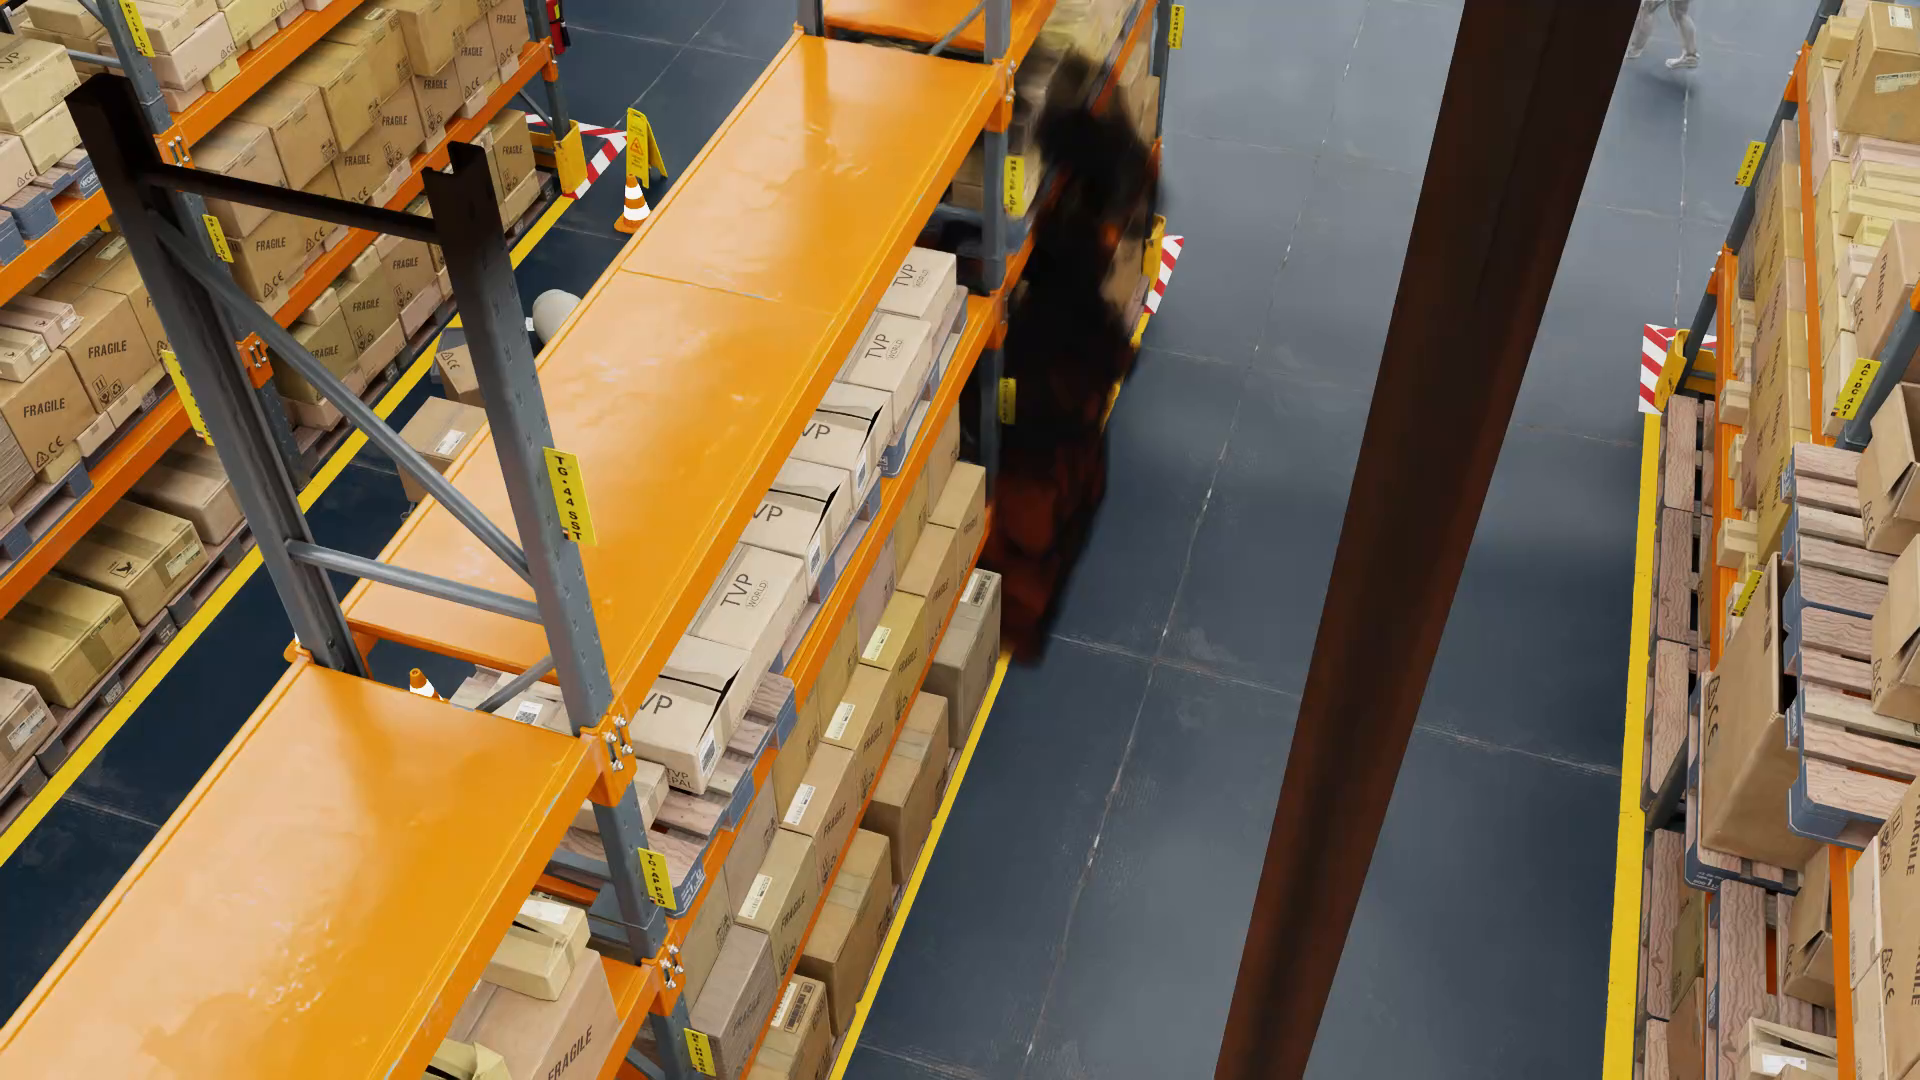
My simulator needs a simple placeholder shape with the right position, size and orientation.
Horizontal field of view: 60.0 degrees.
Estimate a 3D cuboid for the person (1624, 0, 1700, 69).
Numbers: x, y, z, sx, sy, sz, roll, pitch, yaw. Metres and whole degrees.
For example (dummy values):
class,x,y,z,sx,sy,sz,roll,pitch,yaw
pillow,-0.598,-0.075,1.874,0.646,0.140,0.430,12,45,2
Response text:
class,x,y,z,sx,sy,sz,roll,pitch,yaw
person,6.396,-4.996,14.759,0.684,1.809,0.802,-33,54,-28
